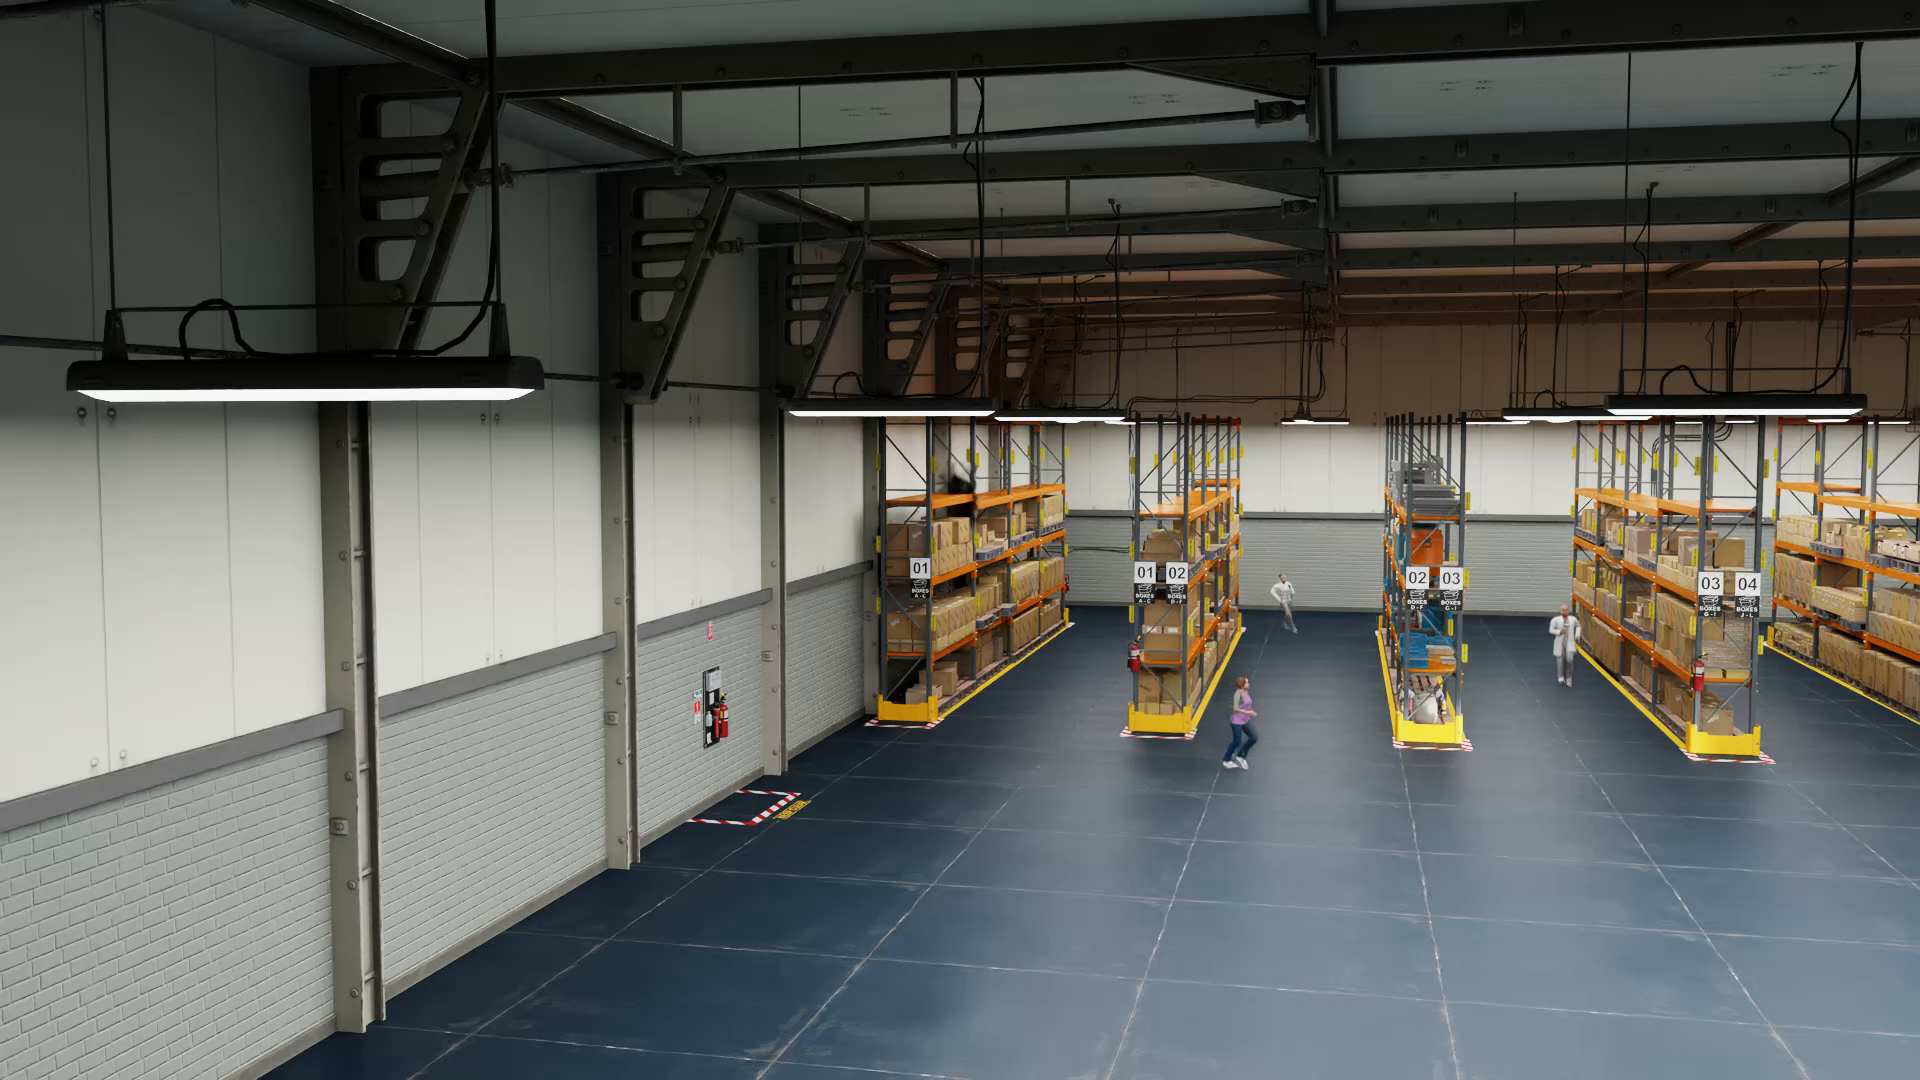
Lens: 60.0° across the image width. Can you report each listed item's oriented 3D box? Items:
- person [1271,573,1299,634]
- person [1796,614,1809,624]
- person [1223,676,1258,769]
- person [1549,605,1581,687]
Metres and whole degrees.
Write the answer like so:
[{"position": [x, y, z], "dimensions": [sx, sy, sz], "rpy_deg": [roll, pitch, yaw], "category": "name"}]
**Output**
[{"position": [9.047, 1.751, 46.416], "dimensions": [0.624, 1.695, 0.822], "rpy_deg": [-2, 4, -22], "category": "person"}, {"position": [22.572, 1.872, 44.408], "dimensions": [0.680, 1.749, 0.639], "rpy_deg": [0, 4, 4], "category": "person"}, {"position": [4.693, 3.051, 27.740], "dimensions": [0.670, 1.582, 0.504], "rpy_deg": [3, 5, 39], "category": "person"}, {"position": [13.426, 2.345, 36.909], "dimensions": [0.674, 1.807, 0.782], "rpy_deg": [1, 4, 18], "category": "person"}]
